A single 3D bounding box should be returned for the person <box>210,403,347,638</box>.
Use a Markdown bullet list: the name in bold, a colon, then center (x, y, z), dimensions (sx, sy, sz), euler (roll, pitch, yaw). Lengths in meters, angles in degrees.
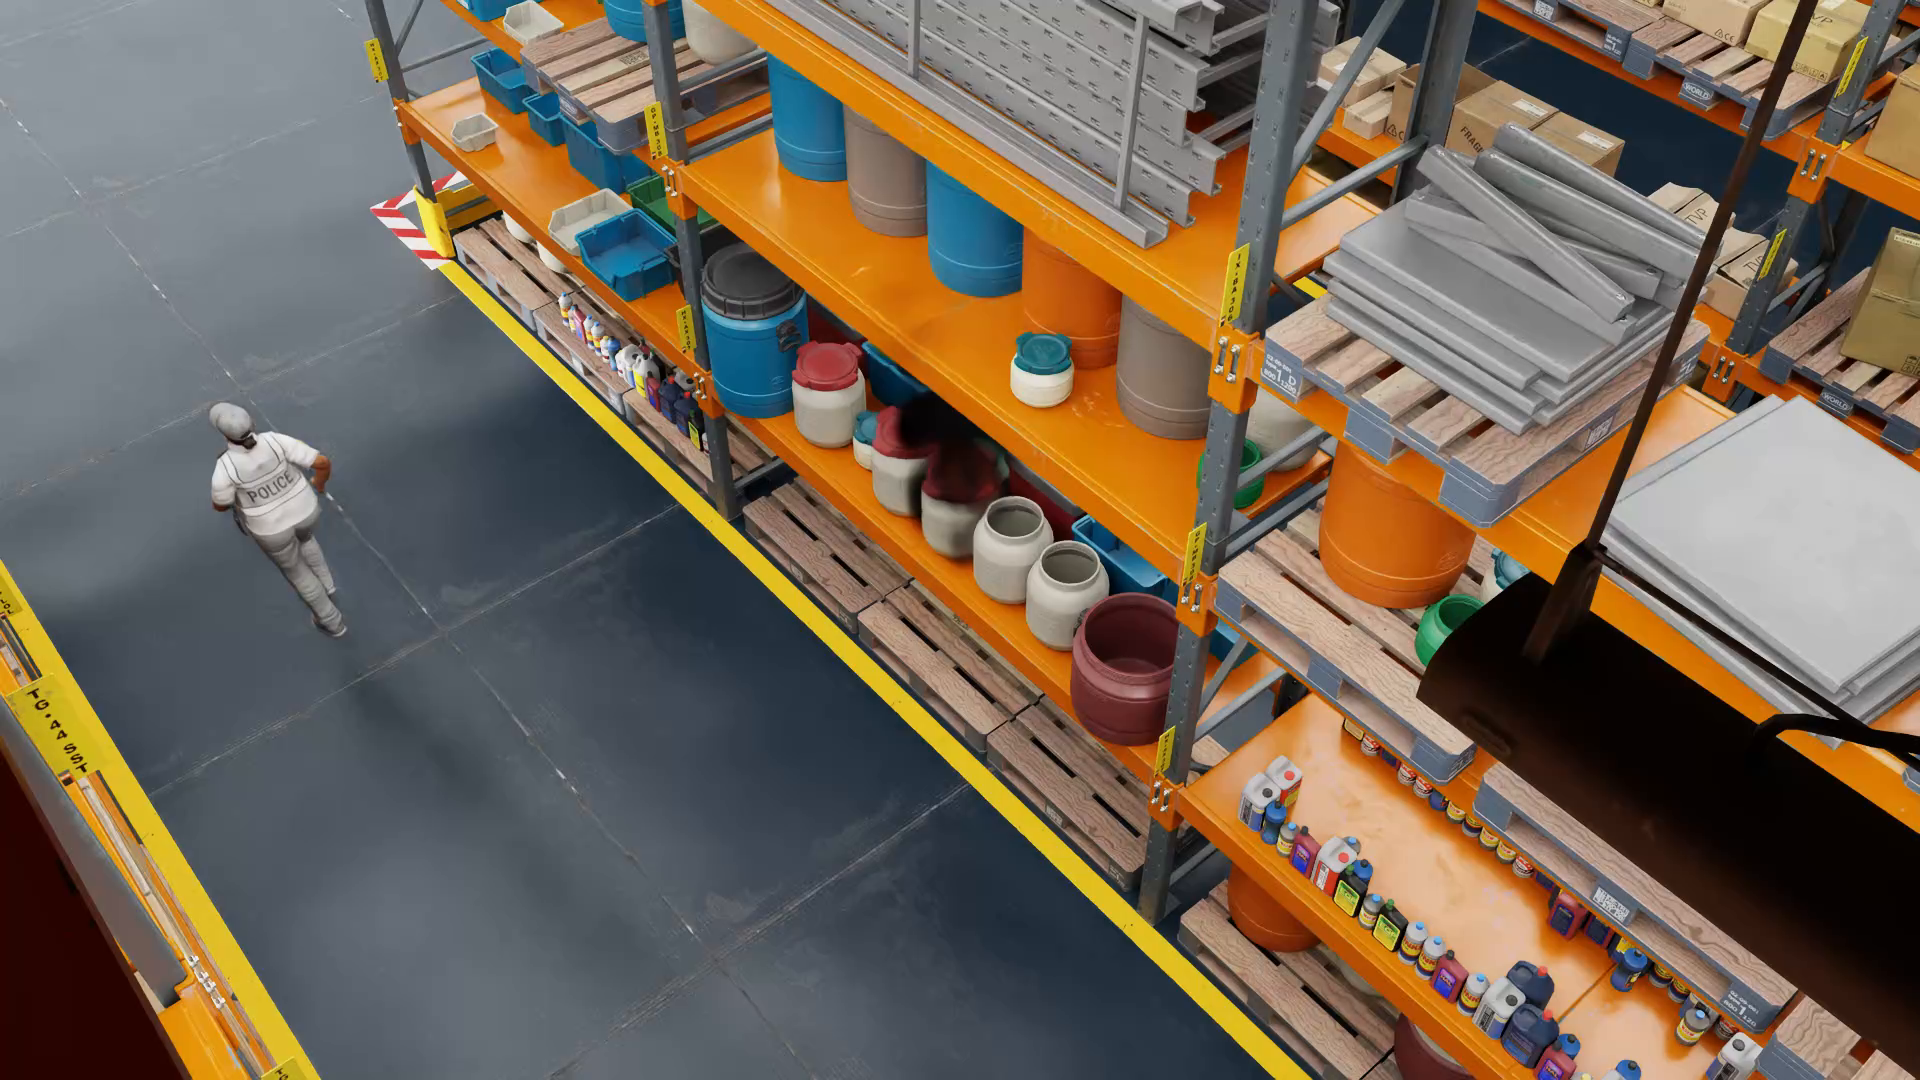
- **person**: center (-3.910, -0.101, 9.578), dimensions (0.665, 1.778, 0.587), euler (30, 53, 25)
